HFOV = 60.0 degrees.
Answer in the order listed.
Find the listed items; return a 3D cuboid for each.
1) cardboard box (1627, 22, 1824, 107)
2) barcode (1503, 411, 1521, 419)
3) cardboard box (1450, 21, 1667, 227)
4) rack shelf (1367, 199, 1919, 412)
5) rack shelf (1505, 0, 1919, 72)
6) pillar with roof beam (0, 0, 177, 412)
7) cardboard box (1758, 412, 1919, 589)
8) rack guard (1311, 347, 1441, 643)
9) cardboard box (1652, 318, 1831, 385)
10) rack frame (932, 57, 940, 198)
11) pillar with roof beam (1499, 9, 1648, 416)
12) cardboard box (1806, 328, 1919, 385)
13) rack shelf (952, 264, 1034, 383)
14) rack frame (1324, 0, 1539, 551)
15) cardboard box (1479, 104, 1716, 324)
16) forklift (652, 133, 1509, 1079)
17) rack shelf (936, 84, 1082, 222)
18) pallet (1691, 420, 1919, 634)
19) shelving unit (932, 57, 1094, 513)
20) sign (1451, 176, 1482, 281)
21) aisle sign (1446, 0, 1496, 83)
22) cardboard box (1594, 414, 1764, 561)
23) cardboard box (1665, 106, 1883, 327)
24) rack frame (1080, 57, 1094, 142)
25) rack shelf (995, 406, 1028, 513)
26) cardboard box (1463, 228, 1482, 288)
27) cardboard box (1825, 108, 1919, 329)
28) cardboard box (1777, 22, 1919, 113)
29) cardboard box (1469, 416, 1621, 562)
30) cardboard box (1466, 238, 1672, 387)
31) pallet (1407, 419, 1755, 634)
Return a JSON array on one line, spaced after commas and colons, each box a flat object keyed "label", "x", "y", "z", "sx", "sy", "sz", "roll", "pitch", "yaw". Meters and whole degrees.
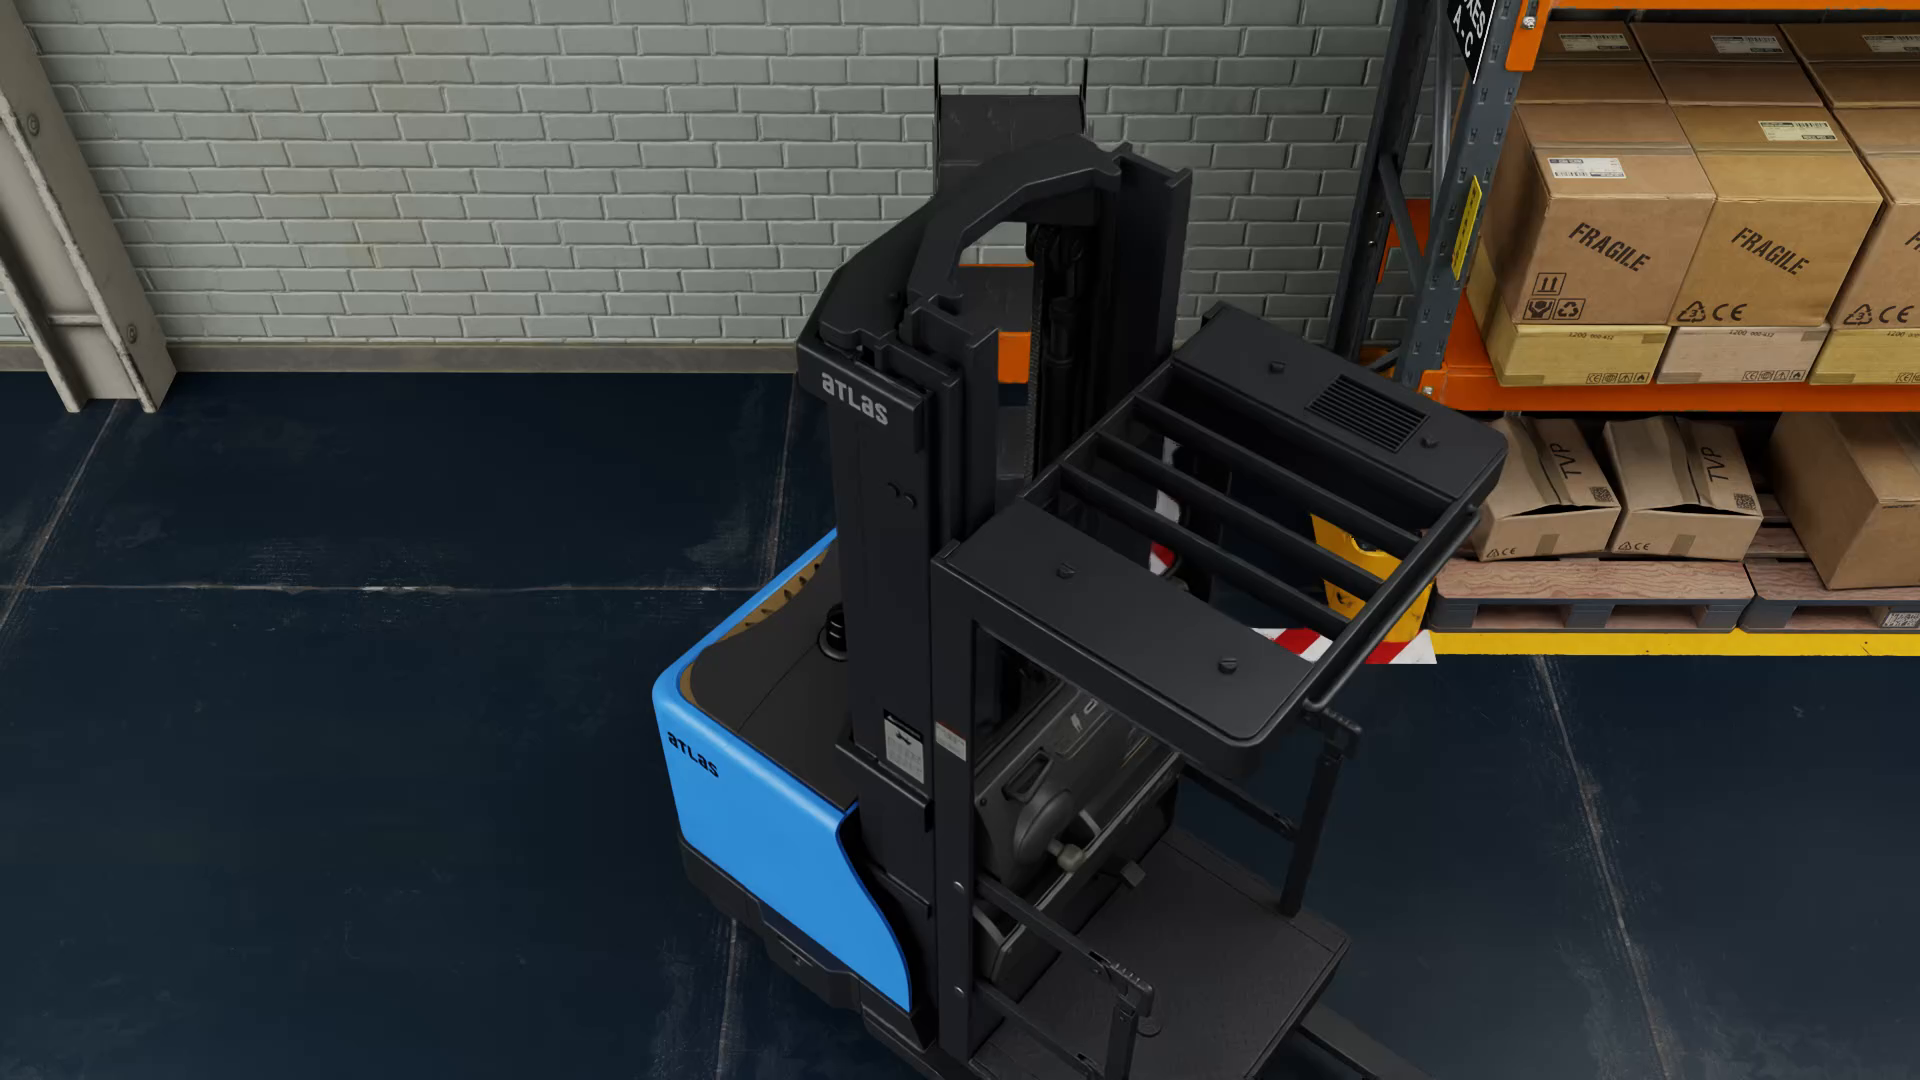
[{"label": "cardboard box", "x": 2.520, "y": -1.410, "z": 5.670, "sx": 0.500, "sy": 0.500, "sz": 0.500, "roll": 1, "pitch": 47, "yaw": 1}, {"label": "barcode", "x": 2.256, "y": -0.515, "z": 6.791, "sx": 0.075, "sy": 0.075, "sz": 0.001, "roll": 0, "pitch": 47, "yaw": 0}, {"label": "cardboard box", "x": 2.017, "y": -1.418, "z": 5.678, "sx": 0.500, "sy": 0.500, "sz": 0.500, "roll": 0, "pitch": 47, "yaw": 0}, {"label": "rack shelf", "x": 3.545, "y": -0.802, "z": 6.020, "sx": 4.000, "sy": 0.370, "sz": 1.077, "roll": 0, "pitch": 47, "yaw": 0}, {"label": "rack shelf", "x": 3.545, "y": -1.824, "z": 4.922, "sx": 4.000, "sy": 0.370, "sz": 1.077, "roll": 0, "pitch": 47, "yaw": 0}, {"label": "pillar with roof beam", "x": -3.768, "y": -0.593, "z": 1.235, "sx": 0.400, "sy": 9.000, "sz": 9.100, "roll": 0, "pitch": 47, "yaw": 0}, {"label": "cardboard box", "x": 3.540, "y": -0.243, "z": 6.415, "sx": 0.500, "sy": 0.500, "sz": 0.700, "roll": -3, "pitch": 47, "yaw": -2}, {"label": "rack guard", "x": 1.621, "y": -0.201, "z": 6.676, "sx": 0.348, "sy": 0.500, "sz": 1.175, "roll": 0, "pitch": 47, "yaw": 0}, {"label": "cardboard box", "x": 2.551, "y": -0.784, "z": 5.600, "sx": 0.500, "sy": 0.250, "sz": 0.500, "roll": -1, "pitch": 47, "yaw": -1}, {"label": "rack frame", "x": -0.078, "y": -0.716, "z": 6.062, "sx": 0.015, "sy": 2.100, "sz": 0.400, "roll": 0, "pitch": 47, "yaw": 0}, {"label": "pillar with roof beam", "x": 2.232, "y": -0.577, "z": 1.220, "sx": 0.400, "sy": 9.000, "sz": 9.100, "roll": 0, "pitch": 47, "yaw": 0}, {"label": "cardboard box", "x": 3.060, "y": -0.778, "z": 5.595, "sx": 0.500, "sy": 0.250, "sz": 0.500, "roll": -1, "pitch": 47, "yaw": 0}, {"label": "rack shelf", "x": 0.166, "y": -0.706, "z": 6.072, "sx": 0.480, "sy": 0.518, "sz": 0.431, "roll": 0, "pitch": 47, "yaw": 0}, {"label": "rack frame", "x": 1.545, "y": -1.053, "z": 5.761, "sx": 0.127, "sy": 3.000, "sz": 1.000, "roll": 0, "pitch": 47, "yaw": 0}, {"label": "cardboard box", "x": 2.021, "y": -1.043, "z": 5.329, "sx": 0.500, "sy": 0.500, "sz": 0.500, "roll": 0, "pitch": 47, "yaw": 0}, {"label": "forklift", "x": 0.520, "y": 0.573, "z": 4.295, "sx": 3.031, "sy": 2.935, "sz": 1.130, "roll": 31, "pitch": 54, "yaw": 25}, {"label": "rack shelf", "x": 0.166, "y": -1.183, "z": 5.559, "sx": 0.480, "sy": 0.518, "sz": 0.431, "roll": 0, "pitch": 47, "yaw": 0}, {"label": "pallet", "x": 3.650, "y": -0.069, "z": 6.751, "sx": 1.213, "sy": 0.211, "sz": 1.003, "roll": 0, "pitch": 47, "yaw": 0}, {"label": "shelving unit", "x": 0.166, "y": -0.715, "z": 6.062, "sx": 0.503, "sy": 2.100, "sz": 0.431, "roll": 0, "pitch": 47, "yaw": 0}, {"label": "sign", "x": 1.543, "y": -0.951, "z": 5.075, "sx": 0.005, "sy": 0.325, "sz": 0.100, "roll": 0, "pitch": 47, "yaw": 0}, {"label": "aisle sign", "x": 1.472, "y": -1.719, "z": 4.606, "sx": 0.004, "sy": 0.787, "sz": 0.394, "roll": 0, "pitch": 47, "yaw": 0}, {"label": "cardboard box", "x": 2.806, "y": -0.217, "z": 6.520, "sx": 0.500, "sy": 0.311, "sz": 0.500, "roll": 4, "pitch": 47, "yaw": 3}, {"label": "cardboard box", "x": 2.515, "y": -1.034, "z": 5.321, "sx": 0.500, "sy": 0.500, "sz": 0.500, "roll": 0, "pitch": 47, "yaw": 0}, {"label": "rack frame", "x": 0.410, "y": -0.714, "z": 6.061, "sx": 0.015, "sy": 2.100, "sz": 0.400, "roll": 0, "pitch": 47, "yaw": 0}, {"label": "rack shelf", "x": 0.166, "y": -0.229, "z": 6.584, "sx": 0.480, "sy": 0.518, "sz": 0.431, "roll": 0, "pitch": 47, "yaw": 0}, {"label": "cardboard box", "x": 2.013, "y": -1.149, "z": 5.940, "sx": 0.500, "sy": 0.250, "sz": 0.500, "roll": 1, "pitch": 47, "yaw": 1}, {"label": "cardboard box", "x": 3.032, "y": -1.028, "z": 5.315, "sx": 0.500, "sy": 0.500, "sz": 0.500, "roll": -1, "pitch": 47, "yaw": -1}, {"label": "cardboard box", "x": 3.037, "y": -1.411, "z": 5.672, "sx": 0.500, "sy": 0.500, "sz": 0.500, "roll": -1, "pitch": 47, "yaw": -1}, {"label": "cardboard box", "x": 2.236, "y": -0.219, "z": 6.522, "sx": 0.500, "sy": 0.311, "sz": 0.500, "roll": -5, "pitch": 47, "yaw": -4}, {"label": "cardboard box", "x": 2.031, "y": -0.775, "z": 5.592, "sx": 0.500, "sy": 0.250, "sz": 0.500, "roll": -1, "pitch": 47, "yaw": -1}, {"label": "pallet", "x": 2.433, "y": -0.074, "z": 6.756, "sx": 1.213, "sy": 0.211, "sz": 1.003, "roll": 0, "pitch": 47, "yaw": 0}]
